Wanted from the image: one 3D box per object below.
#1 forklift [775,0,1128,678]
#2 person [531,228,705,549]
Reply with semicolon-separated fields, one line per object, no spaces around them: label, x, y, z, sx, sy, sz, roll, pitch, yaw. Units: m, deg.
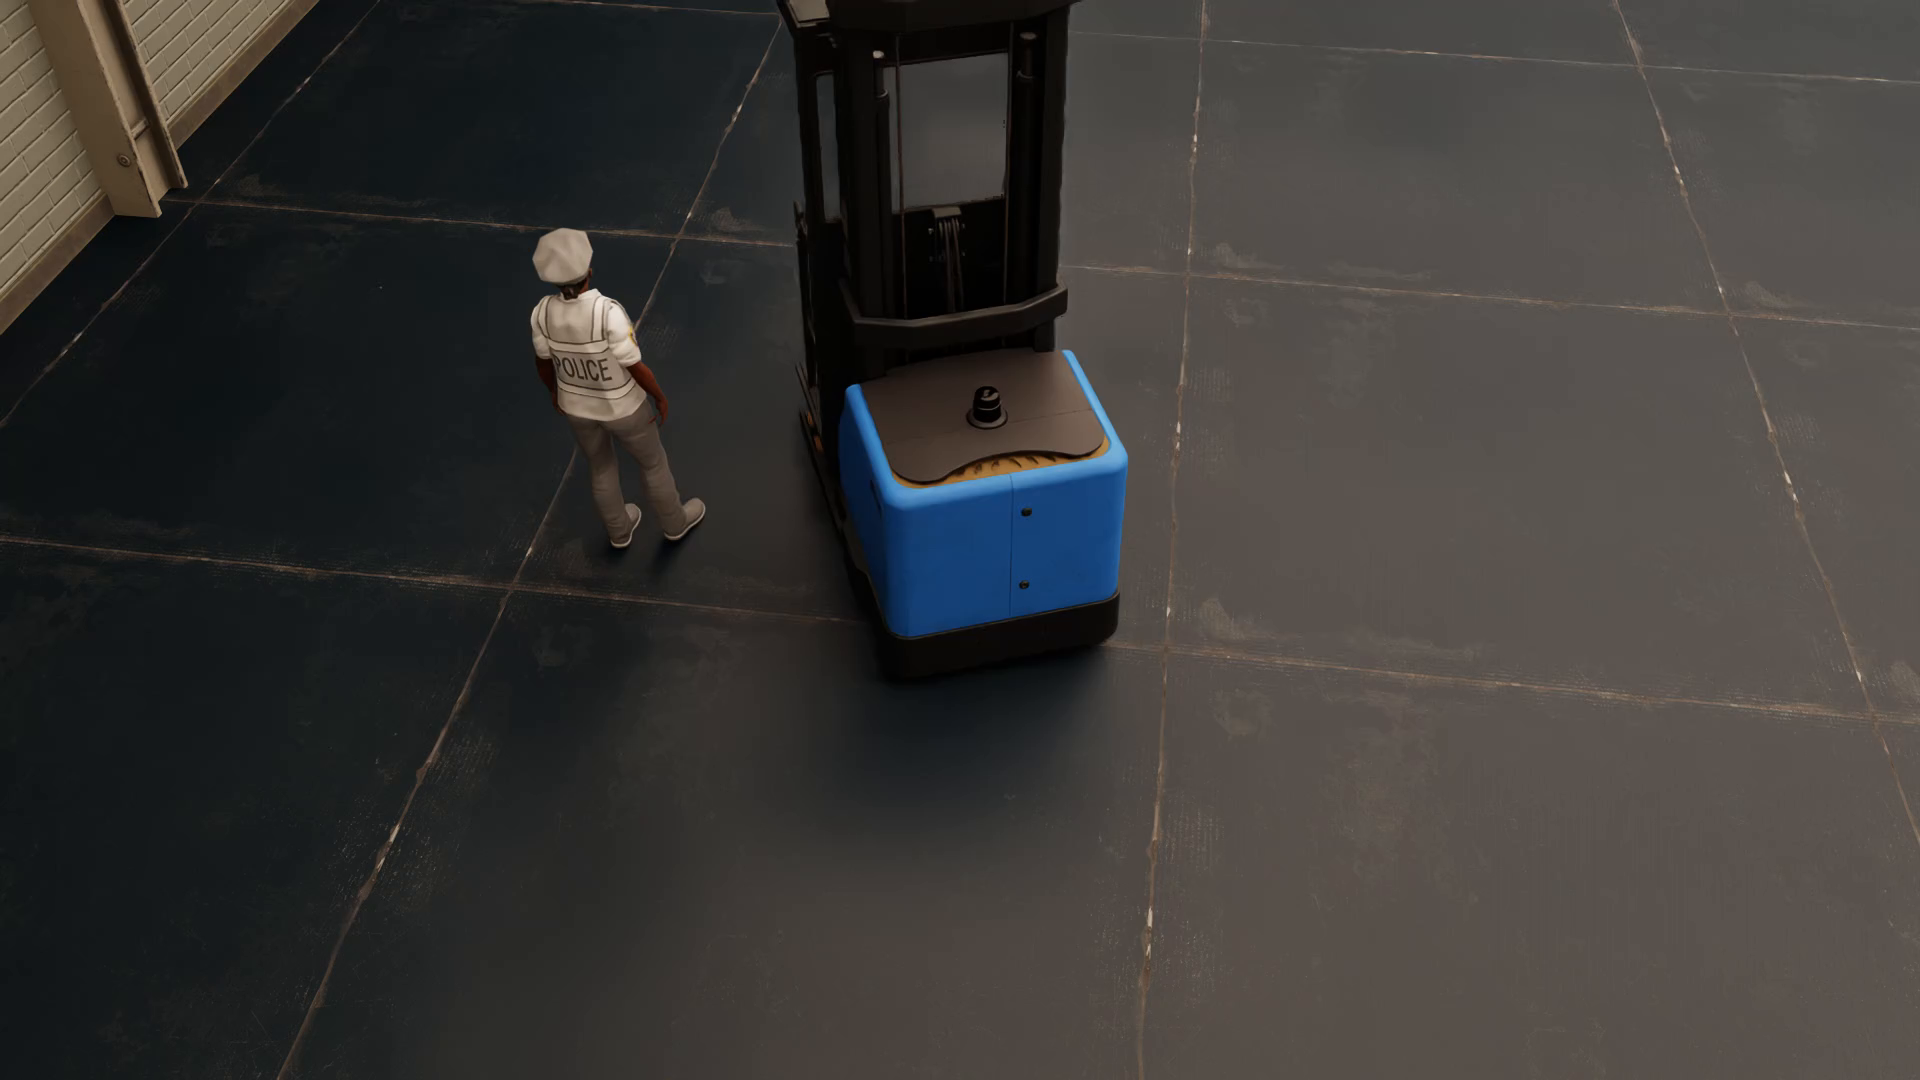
forklift;-0.182;-1.498;7.355;1.130;2.935;3.031;-10;44;-11
person;-1.540;-0.658;7.349;0.566;1.697;0.508;7;43;8
